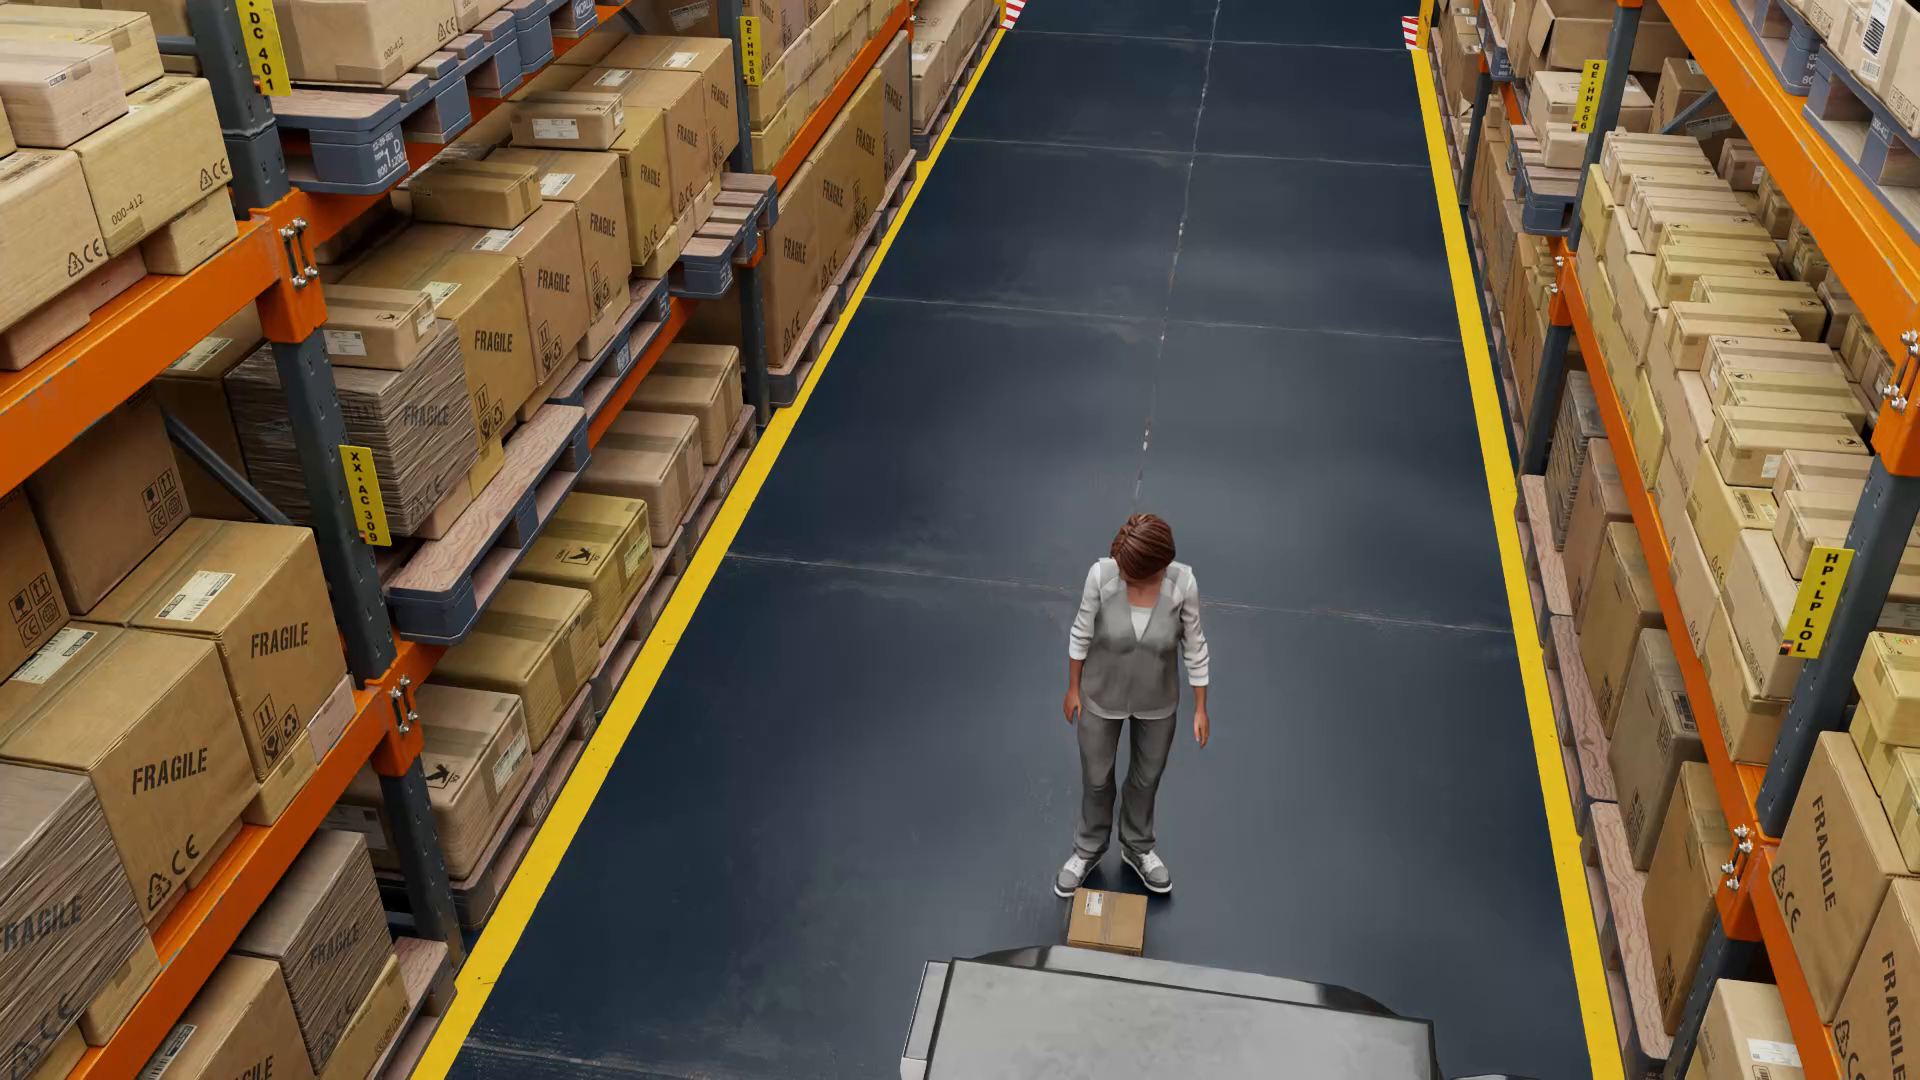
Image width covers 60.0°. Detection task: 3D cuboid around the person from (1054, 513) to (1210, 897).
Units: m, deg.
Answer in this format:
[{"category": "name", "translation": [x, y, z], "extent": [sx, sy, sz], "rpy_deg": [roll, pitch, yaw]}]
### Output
[{"category": "person", "translation": [0.601, 0.570, 5.748], "extent": [0.511, 1.613, 0.326], "rpy_deg": [0, 33, 0]}]
